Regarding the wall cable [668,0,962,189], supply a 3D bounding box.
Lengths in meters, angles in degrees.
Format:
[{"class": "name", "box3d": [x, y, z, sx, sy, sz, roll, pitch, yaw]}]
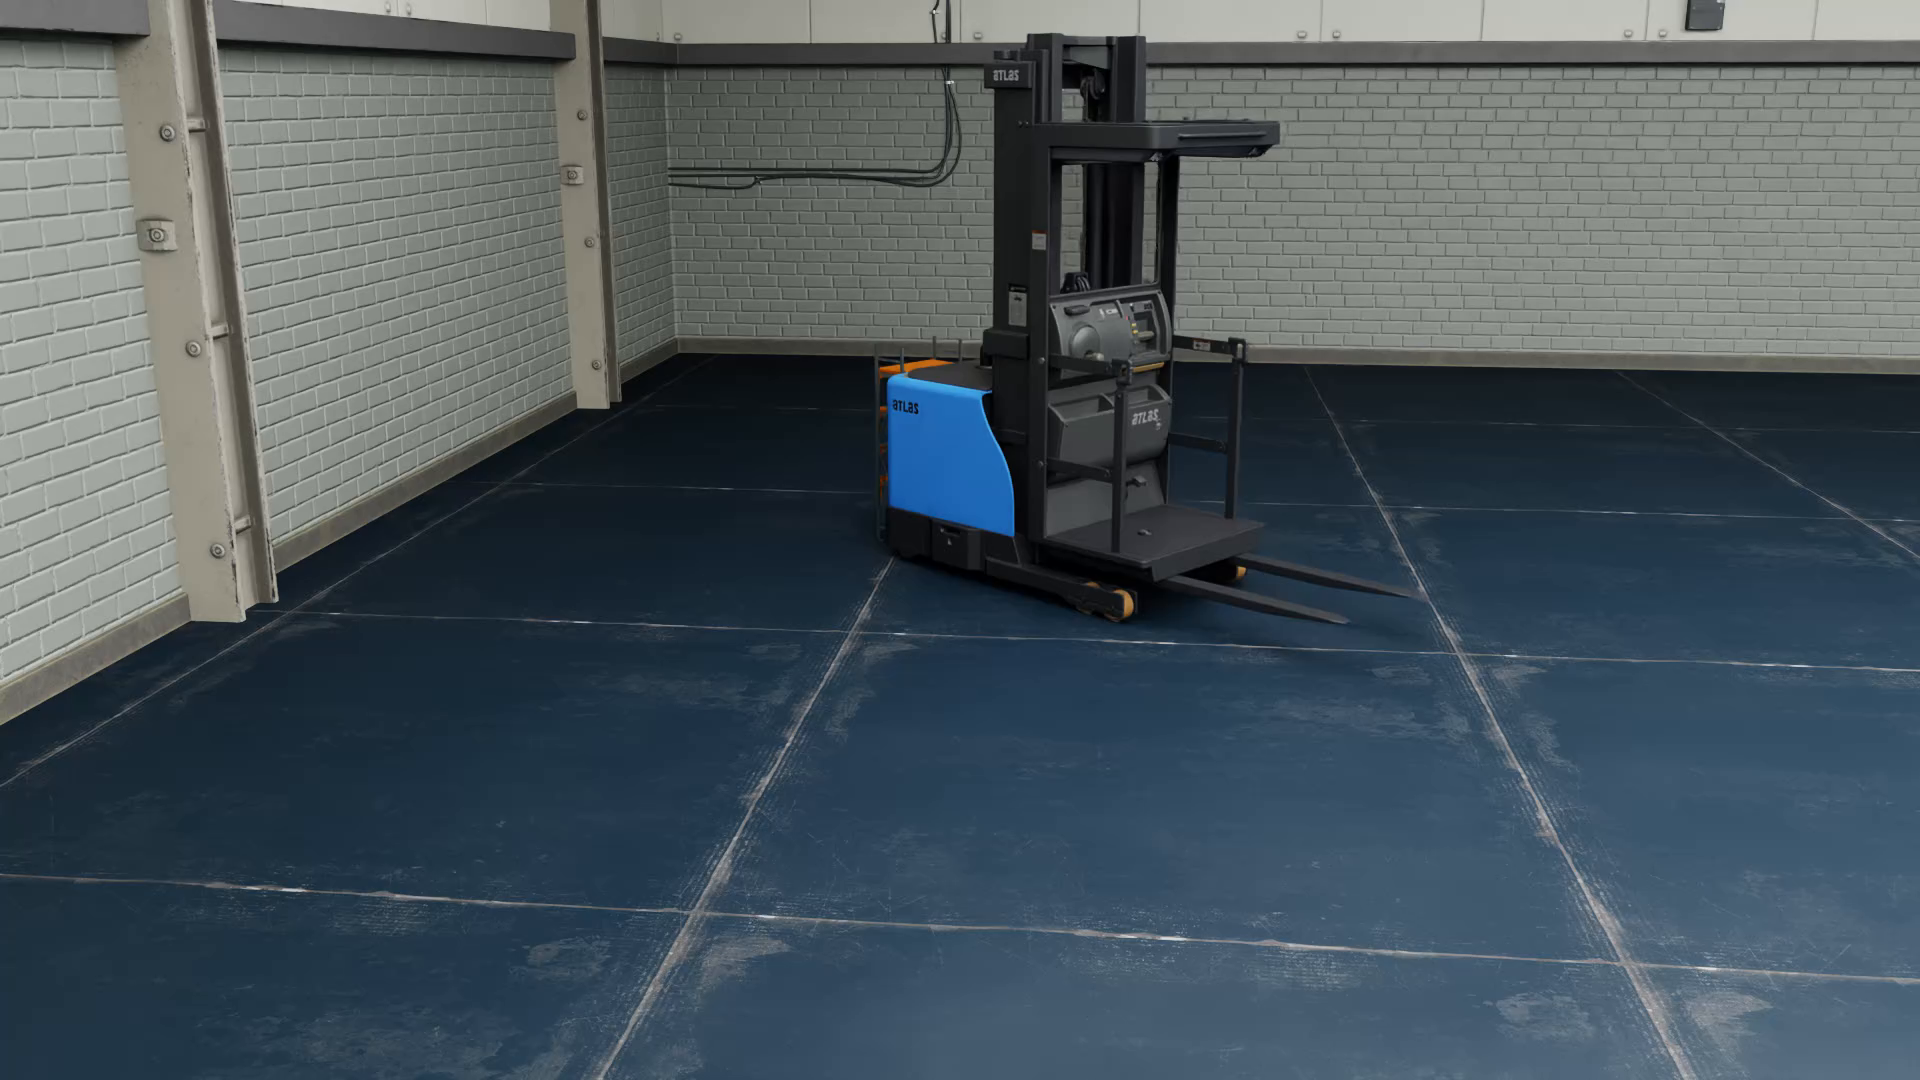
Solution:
[{"class": "wall cable", "box3d": [-1.522, -4.757, 16.462, 3.097, 2.526, 0.112, 2, 15, 6]}]

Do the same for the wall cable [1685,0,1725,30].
[{"class": "wall cable", "box3d": [7.909, -7.614, 14.564, 2.305, 6.003, 0.169, 2, 15, 6]}]

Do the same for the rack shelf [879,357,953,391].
[{"class": "rack shelf", "box3d": [-0.245, -0.985, 9.999, 0.258, 0.148, 0.480, 14, 21, 42]}]

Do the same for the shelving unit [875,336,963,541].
[{"class": "shelving unit", "box3d": [-0.246, -0.605, 10.102, 0.258, 1.200, 0.503, 14, 21, 42]}]

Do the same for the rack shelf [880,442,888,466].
[{"class": "rack shelf", "box3d": [-0.246, -0.541, 10.120, 0.258, 0.148, 0.480, 14, 21, 42]}]

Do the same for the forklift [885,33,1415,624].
[{"class": "forklift", "box3d": [0.966, -1.145, 8.782, 3.031, 2.935, 1.130, 14, 21, 43]}]

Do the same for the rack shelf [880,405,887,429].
[{"class": "rack shelf", "box3d": [-0.246, -0.756, 10.061, 0.258, 0.148, 0.480, 14, 21, 42]}]

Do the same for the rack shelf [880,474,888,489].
[{"class": "rack shelf", "box3d": [-0.246, -0.349, 10.172, 0.258, 0.148, 0.480, 14, 21, 42]}]

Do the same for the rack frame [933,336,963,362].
[{"class": "rack frame", "box3d": [-0.076, -0.651, 10.272, 0.240, 1.200, 0.015, 14, 21, 42]}]

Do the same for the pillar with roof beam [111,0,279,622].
[{"class": "pillar with roof beam", "box3d": [0.432, -3.848, 7.151, 9.100, 9.000, 0.400, 2, 15, 6]}]

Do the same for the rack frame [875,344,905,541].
[{"class": "rack frame", "box3d": [-0.415, -0.560, 9.933, 0.240, 1.200, 0.015, 14, 21, 42]}]

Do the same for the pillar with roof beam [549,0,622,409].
[{"class": "pillar with roof beam", "box3d": [1.109, -5.404, 12.906, 9.100, 9.000, 0.400, 2, 15, 6]}]
